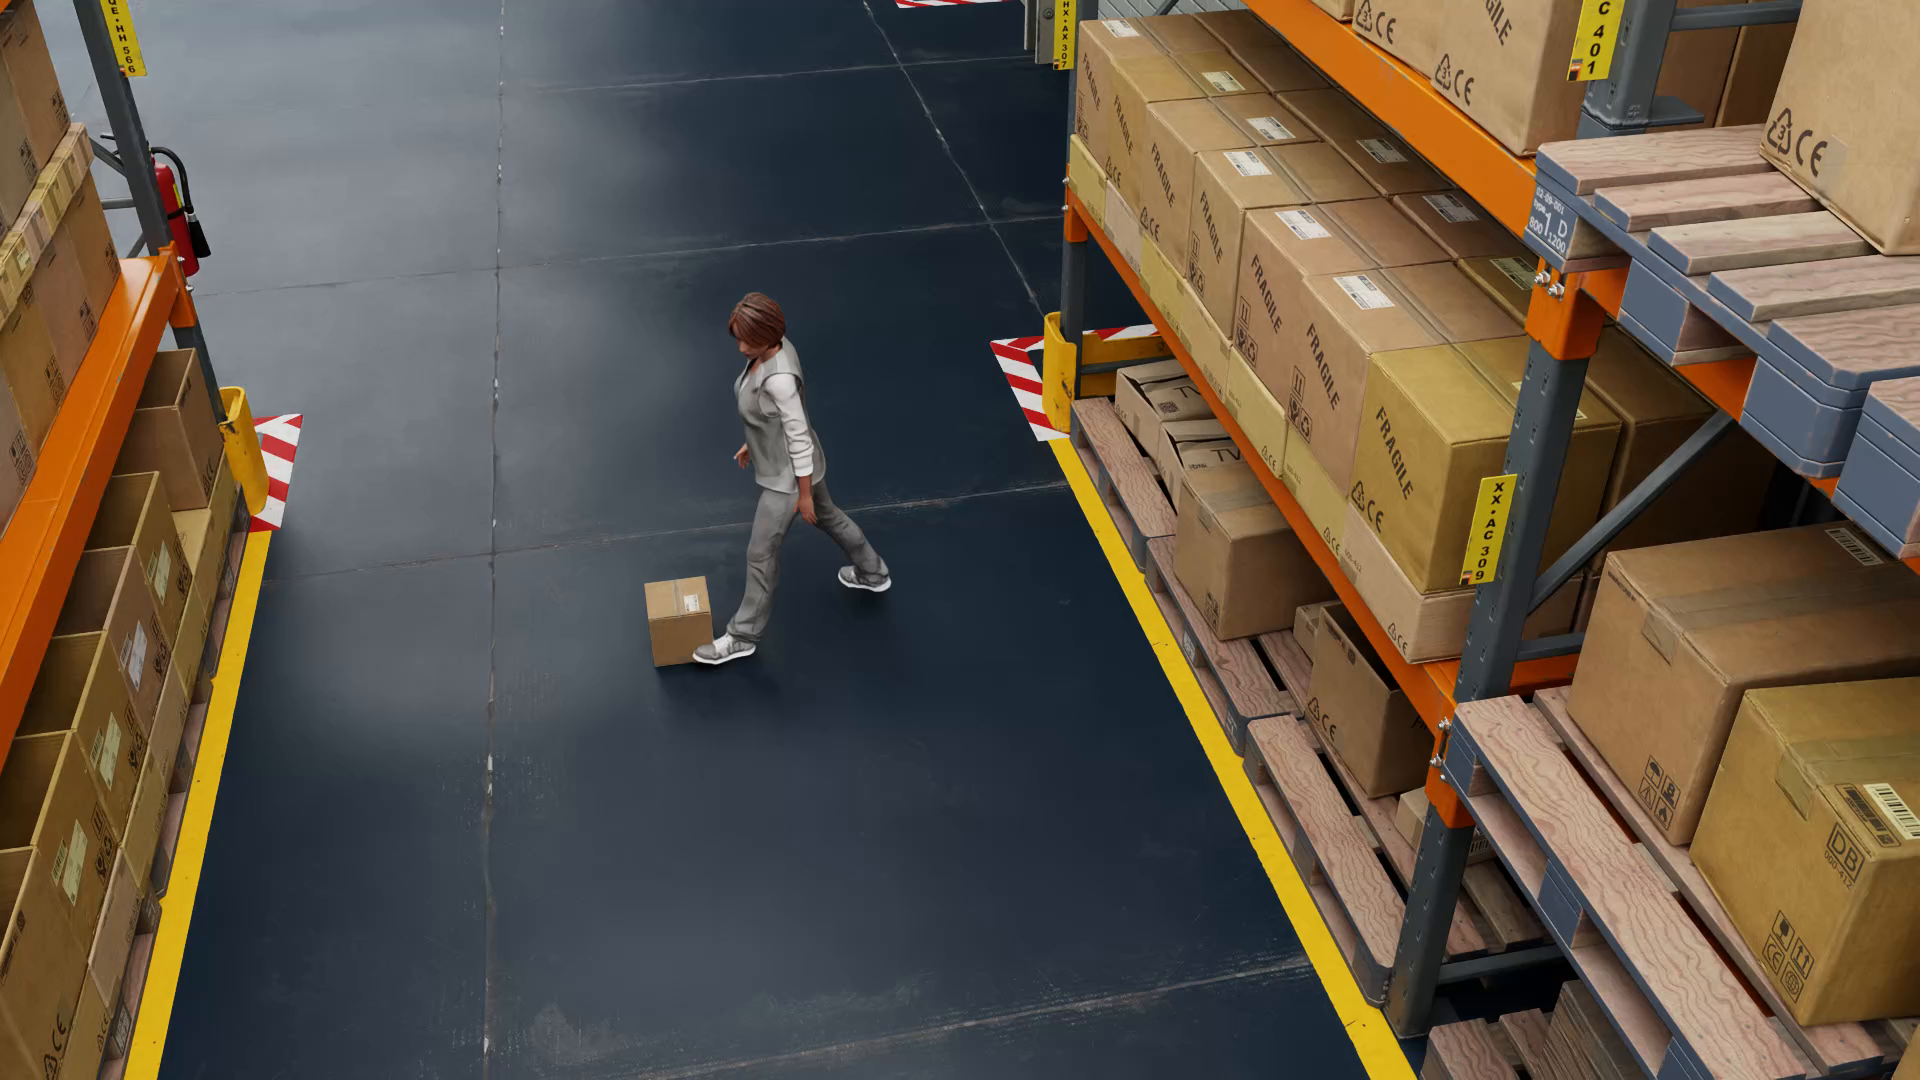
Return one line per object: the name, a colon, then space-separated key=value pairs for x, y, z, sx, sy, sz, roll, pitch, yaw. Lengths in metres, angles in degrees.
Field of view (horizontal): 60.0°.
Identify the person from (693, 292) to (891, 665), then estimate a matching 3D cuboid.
person: x=-0.698 y=-0.297 z=6.585 sx=0.844 sy=1.546 sz=0.549 roll=-4 pitch=35 yaw=-6
